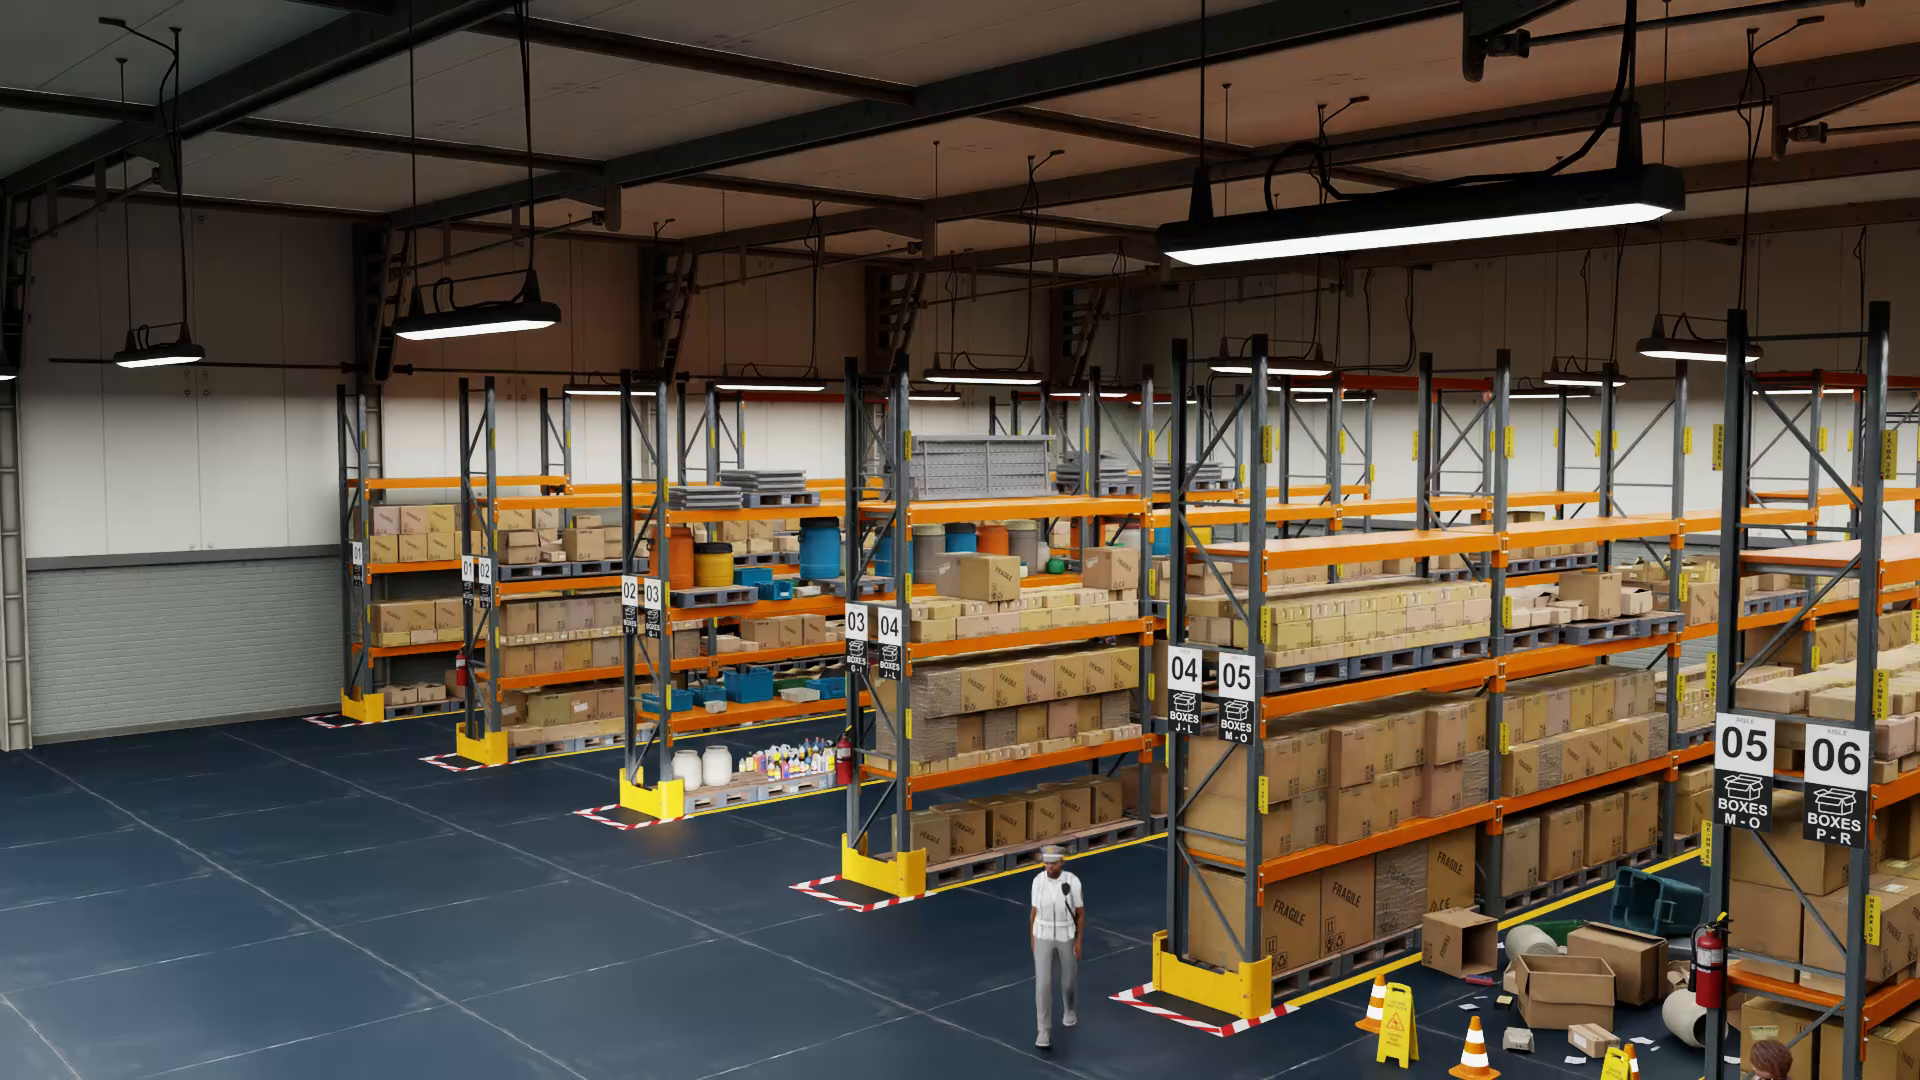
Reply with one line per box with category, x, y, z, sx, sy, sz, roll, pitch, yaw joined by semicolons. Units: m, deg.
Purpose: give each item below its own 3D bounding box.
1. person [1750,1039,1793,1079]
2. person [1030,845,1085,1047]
person;4.826;3.793;9.880;0.842;1.427;0.449;0;4;2
person;0.830;3.395;14.182;0.445;1.662;0.756;0;4;7
